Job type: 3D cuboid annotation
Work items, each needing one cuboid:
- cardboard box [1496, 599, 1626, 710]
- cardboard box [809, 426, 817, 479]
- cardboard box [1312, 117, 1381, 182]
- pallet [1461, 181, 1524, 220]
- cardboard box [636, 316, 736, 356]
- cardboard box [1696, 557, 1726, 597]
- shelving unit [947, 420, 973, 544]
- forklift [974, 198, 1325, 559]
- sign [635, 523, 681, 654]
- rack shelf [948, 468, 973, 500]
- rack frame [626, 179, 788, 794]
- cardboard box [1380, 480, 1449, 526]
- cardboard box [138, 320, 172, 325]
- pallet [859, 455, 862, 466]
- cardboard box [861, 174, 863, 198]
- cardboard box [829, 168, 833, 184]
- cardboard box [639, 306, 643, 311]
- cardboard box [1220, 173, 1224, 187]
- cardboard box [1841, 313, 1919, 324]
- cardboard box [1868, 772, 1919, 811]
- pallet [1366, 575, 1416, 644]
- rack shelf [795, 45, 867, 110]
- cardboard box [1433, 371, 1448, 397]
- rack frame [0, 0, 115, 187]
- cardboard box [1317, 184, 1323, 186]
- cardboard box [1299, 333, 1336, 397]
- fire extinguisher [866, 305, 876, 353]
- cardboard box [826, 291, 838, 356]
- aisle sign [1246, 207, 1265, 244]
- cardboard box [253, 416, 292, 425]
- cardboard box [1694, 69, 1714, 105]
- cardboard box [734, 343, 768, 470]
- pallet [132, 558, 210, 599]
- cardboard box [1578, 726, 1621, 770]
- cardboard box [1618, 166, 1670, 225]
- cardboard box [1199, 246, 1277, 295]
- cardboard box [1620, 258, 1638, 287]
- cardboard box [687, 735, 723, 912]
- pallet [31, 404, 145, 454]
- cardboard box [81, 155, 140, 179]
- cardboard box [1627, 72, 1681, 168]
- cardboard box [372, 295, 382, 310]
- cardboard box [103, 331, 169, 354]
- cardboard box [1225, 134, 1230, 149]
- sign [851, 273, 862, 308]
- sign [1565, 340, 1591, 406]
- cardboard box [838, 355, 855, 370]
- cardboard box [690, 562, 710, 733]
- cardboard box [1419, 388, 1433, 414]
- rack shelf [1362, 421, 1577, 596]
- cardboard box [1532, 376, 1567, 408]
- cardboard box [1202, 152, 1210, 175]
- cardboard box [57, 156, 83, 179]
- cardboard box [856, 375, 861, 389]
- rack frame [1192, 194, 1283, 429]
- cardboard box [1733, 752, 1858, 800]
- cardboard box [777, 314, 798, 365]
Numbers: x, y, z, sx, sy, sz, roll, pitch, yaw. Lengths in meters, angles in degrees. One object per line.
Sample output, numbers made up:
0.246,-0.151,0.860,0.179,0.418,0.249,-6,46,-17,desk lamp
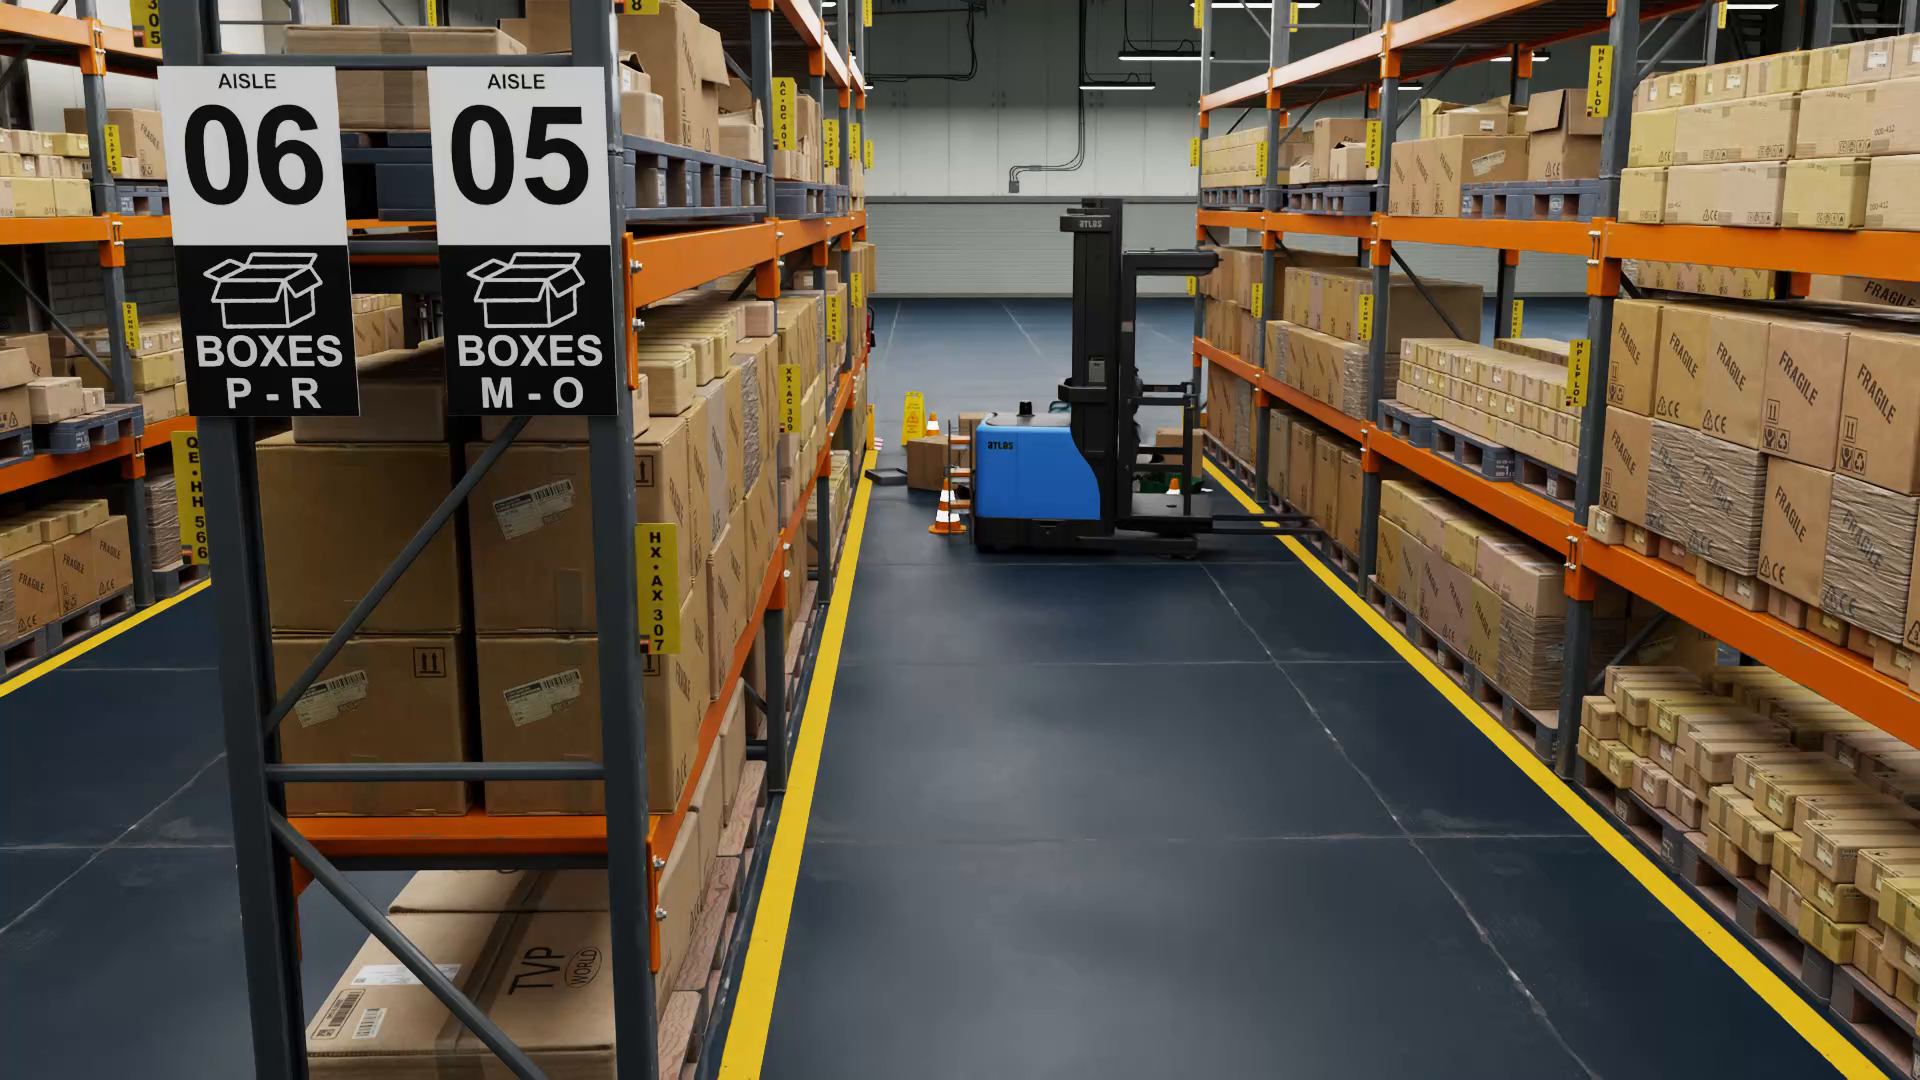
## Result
3.307,0.622,9.181,0.500,0.500,0.500,0,11,-2,cardboard box
-1.125,-0.530,10.006,0.500,0.250,0.500,0,11,-2,cardboard box
3.176,-3.165,13.512,0.500,0.500,0.500,0,11,-1,cardboard box
3.644,-1.959,9.598,1.213,0.211,1.003,0,11,-1,pallet
-1.091,-0.806,6.589,0.380,0.149,0.250,0,11,-2,cardboard box
3.330,0.138,6.969,0.380,0.149,0.250,0,11,0,cardboard box
0.001,-0.504,14.402,0.215,1.050,0.252,0,11,-1,shelving unit
1.671,-1.392,14.050,3.031,2.935,1.130,1,12,6,forklift
-0.735,0.120,4.047,0.100,0.325,0.005,0,11,-1,sign
0.001,-0.494,14.404,0.215,0.259,0.240,0,11,-1,rack shelf
-1.372,-0.211,8.055,1.000,3.000,0.127,0,11,-1,rack frame
3.264,-0.257,11.625,0.500,0.250,0.500,-1,11,-4,cardboard box
-6.678,-1.721,13.614,0.380,0.149,0.250,0,11,0,cardboard box
-1.637,-1.053,19.219,1.003,0.211,1.213,0,11,-1,pallet
-1.316,-3.835,18.003,0.500,0.250,0.500,0,11,0,cardboard box
-1.375,-3.188,14.503,0.500,0.250,0.500,0,11,0,cardboard box
-1.604,-0.953,7.316,0.380,0.149,0.250,0,11,0,cardboard box
3.039,-3.918,18.109,0.380,0.149,0.250,0,11,-2,cardboard box
3.867,-0.639,6.652,0.500,0.500,0.500,0,11,0,cardboard box
3.838,1.027,6.571,0.380,0.149,0.250,0,11,-1,cardboard box
3.507,0.475,11.685,1.003,0.211,1.213,0,11,-1,pallet
-1.579,-4.785,17.329,1.077,0.370,4.000,0,11,-1,rack shelf
3.323,-1.021,10.875,0.380,0.149,0.250,0,11,-1,cardboard box
-6.418,-3.925,11.274,1.000,3.000,0.127,0,11,-1,rack frame
3.734,-3.569,16.385,0.380,0.149,0.250,0,11,-1,cardboard box
3.180,-1.484,14.080,0.500,0.500,0.500,0,11,0,cardboard box
-1.162,-2.583,19.942,0.296,0.674,0.183,0,11,-1,fire extinguisher
-1.271,-1.806,13.860,0.500,0.500,0.500,-1,11,-3,cardboard box
3.625,-3.926,19.829,0.394,0.787,0.004,0,11,-1,aisle sign
-6.704,-1.226,16.400,0.500,0.250,0.500,0,11,0,cardboard box
3.373,-1.926,7.080,0.380,0.149,0.250,0,11,-2,cardboard box
-1.084,-0.557,6.992,0.500,0.500,0.500,0,11,-2,cardboard box
-6.396,0.218,12.955,1.003,0.211,1.213,0,11,-1,pallet
3.261,1.014,8.133,0.380,0.149,0.250,-1,11,-4,cardboard box
3.320,-1.555,7.512,0.500,0.250,0.500,0,11,2,cardboard box
3.295,-3.166,19.526,0.875,0.550,0.550,0,11,-1,cardboard box
8.026,-3.212,19.330,0.500,0.500,0.500,0,11,-1,cardboard box
-1.448,1.142,6.774,0.875,0.438,0.875,-1,11,-3,cardboard box
-6.333,-0.757,11.227,1.213,0.211,1.003,0,11,-1,pallet
-6.121,-2.666,11.892,0.380,0.166,0.250,0,11,-1,cardboard box
3.677,-2.052,8.278,0.700,0.500,0.500,0,11,-1,cardboard box
-6.241,-2.466,17.288,0.380,0.149,0.250,-1,11,-3,cardboard box
-6.136,-1.470,12.376,0.380,0.149,0.250,0,11,0,cardboard box
3.046,-4.258,17.778,0.380,0.149,0.250,0,11,0,cardboard box
-0.983,-2.372,15.793,0.100,0.325,0.005,0,11,-1,sign
3.020,-0.816,8.125,0.100,0.325,0.005,0,11,-1,sign
-1.224,-1.742,16.234,0.380,0.149,0.250,0,11,-1,cardboard box
-1.051,0.338,5.097,0.500,0.500,0.500,0,11,-2,cardboard box
3.311,-0.933,11.187,0.380,0.149,0.250,0,11,2,cardboard box
3.533,-0.297,10.286,1.077,0.370,4.000,0,11,-1,rack shelf
3.361,-0.810,9.084,0.380,0.149,0.250,-1,11,-3,cardboard box
3.080,-4.337,19.170,0.500,0.250,0.500,0,11,-1,cardboard box
-6.170,-2.508,11.205,0.380,0.149,0.250,0,11,0,cardboard box
-1.243,-1.644,17.461,0.380,0.149,0.250,0,11,2,cardboard box
3.327,-2.637,20.012,1.000,3.000,0.127,0,11,-1,rack frame
3.415,0.979,6.806,0.380,0.149,0.250,-1,11,-4,cardboard box
-1.132,-0.940,8.881,0.500,0.500,0.500,0,11,-1,cardboard box
